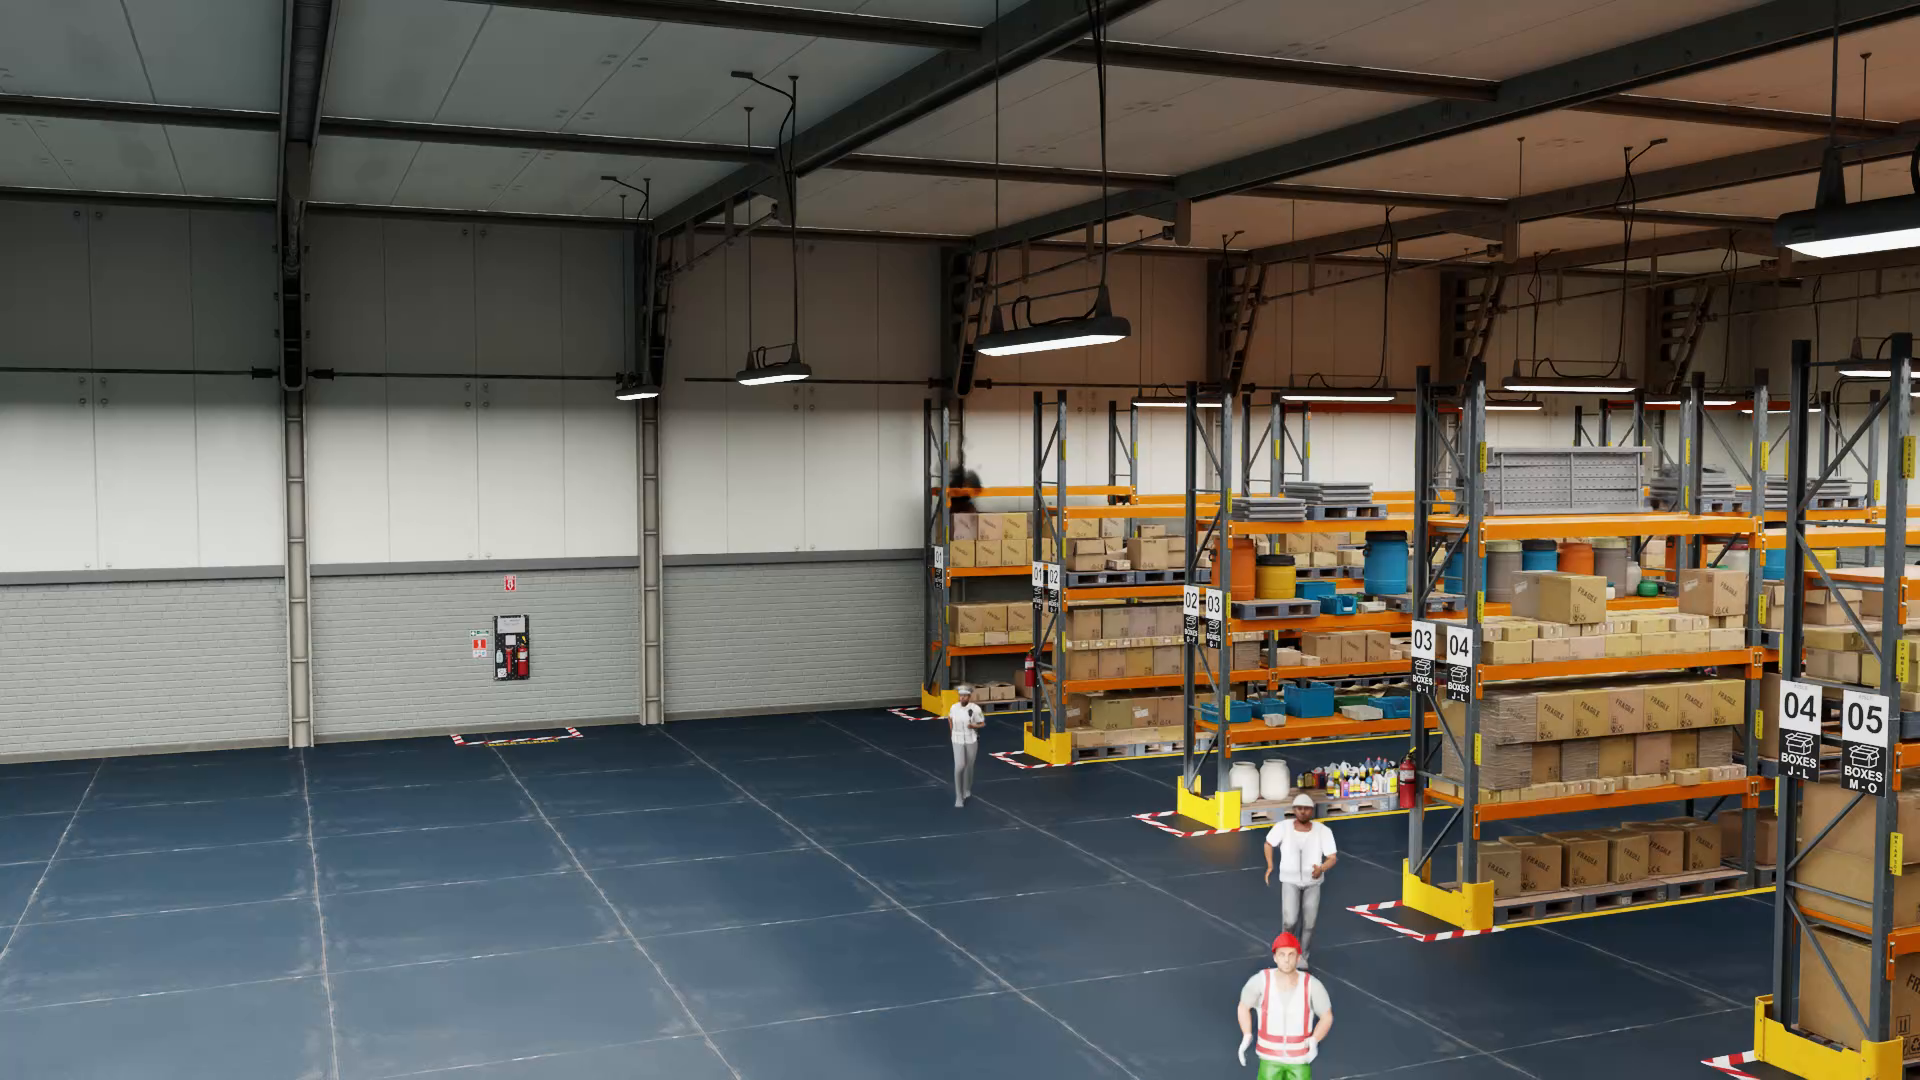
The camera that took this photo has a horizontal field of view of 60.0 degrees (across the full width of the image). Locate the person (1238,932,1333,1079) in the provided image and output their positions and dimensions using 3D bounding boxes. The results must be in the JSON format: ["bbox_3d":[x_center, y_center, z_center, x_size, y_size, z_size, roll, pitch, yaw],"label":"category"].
[{"bbox_3d":[2.273,3.612,11.617,0.658,1.738,0.546,1,3,10],"label":"person"}]

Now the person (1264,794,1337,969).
[{"bbox_3d":[3.321,3.341,16.216,0.698,1.725,0.592,1,3,10],"label":"person"}]

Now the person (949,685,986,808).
[{"bbox_3d":[0.099,2.935,23.762,0.548,1.765,0.764,0,3,3],"label":"person"}]
